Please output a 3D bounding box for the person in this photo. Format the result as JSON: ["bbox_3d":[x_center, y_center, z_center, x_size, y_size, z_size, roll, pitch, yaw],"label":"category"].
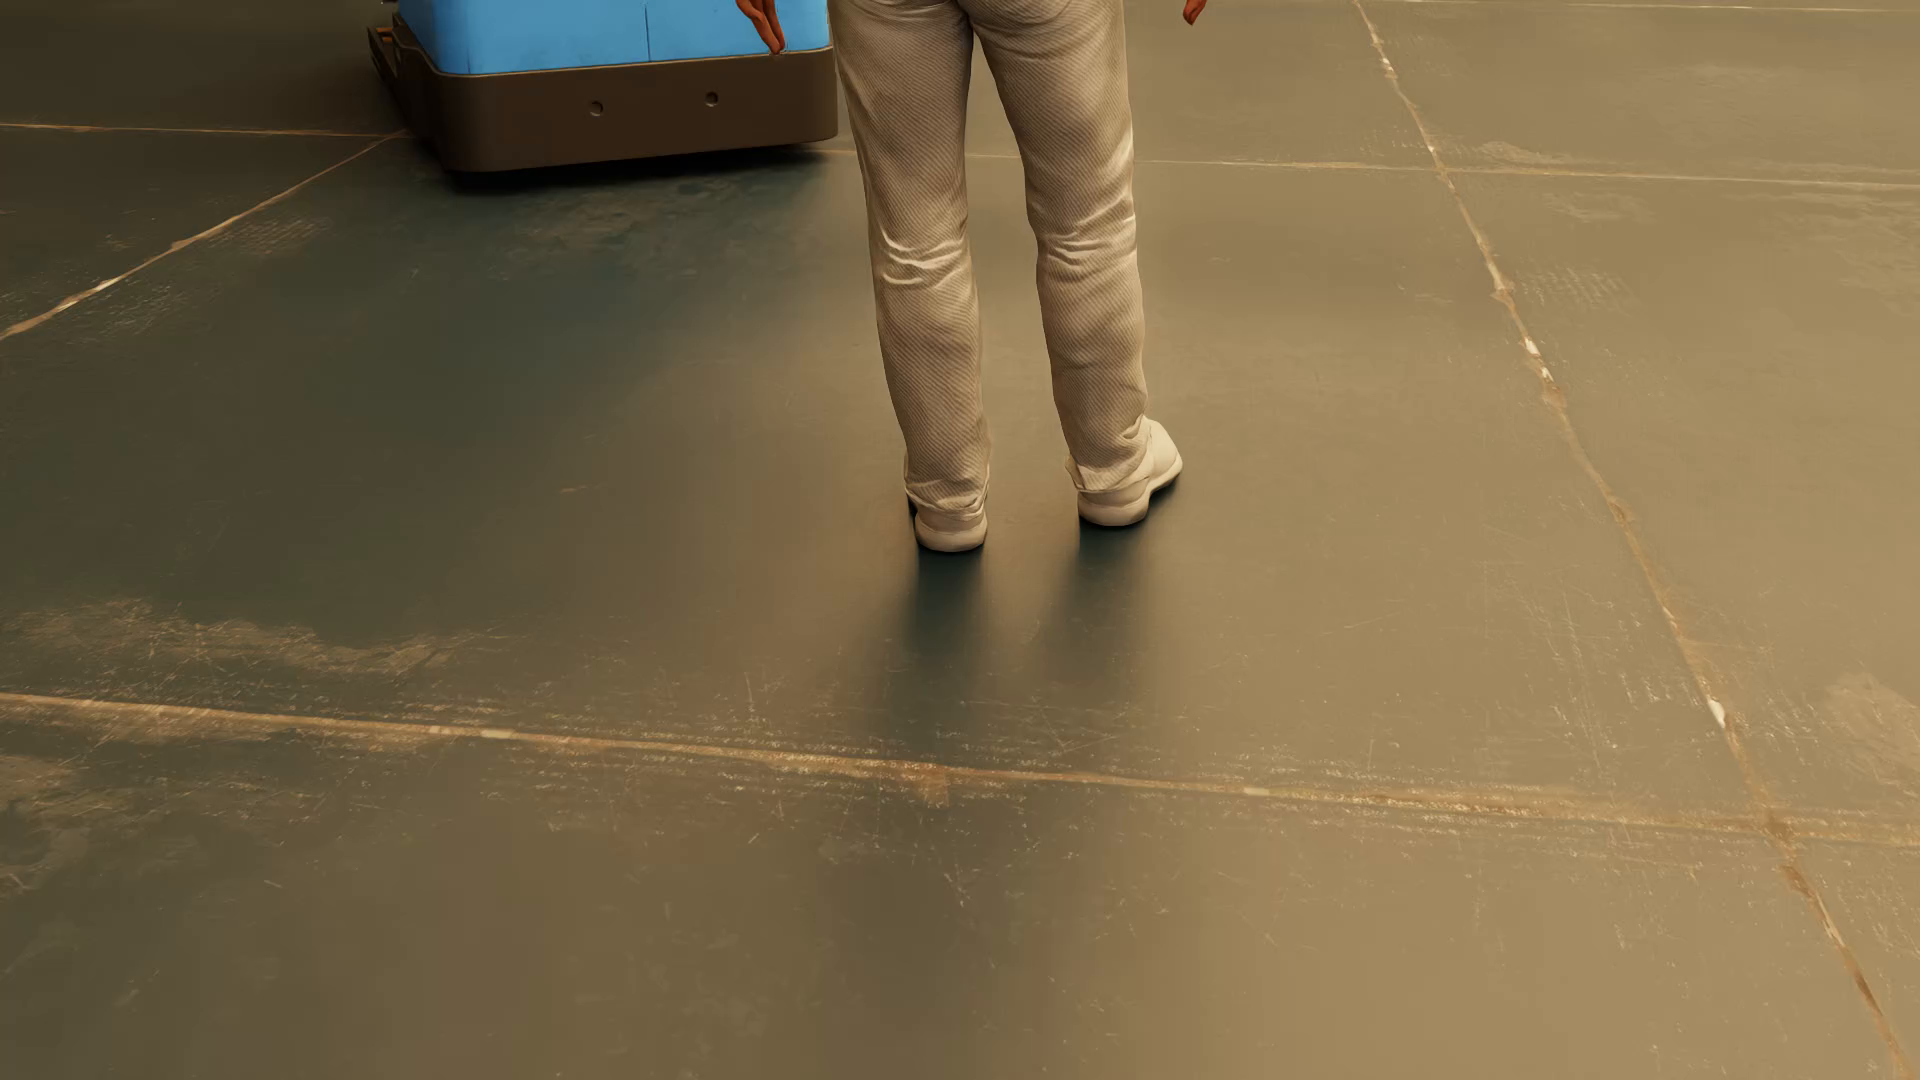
[{"bbox_3d":[0.015,-0.827,2.163,0.666,1.765,0.577,3,27,7],"label":"person"}]

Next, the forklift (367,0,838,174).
[{"bbox_3d":[-1.369,-2.873,4.977,1.130,2.935,3.031,-11,28,-20],"label":"forklift"}]
